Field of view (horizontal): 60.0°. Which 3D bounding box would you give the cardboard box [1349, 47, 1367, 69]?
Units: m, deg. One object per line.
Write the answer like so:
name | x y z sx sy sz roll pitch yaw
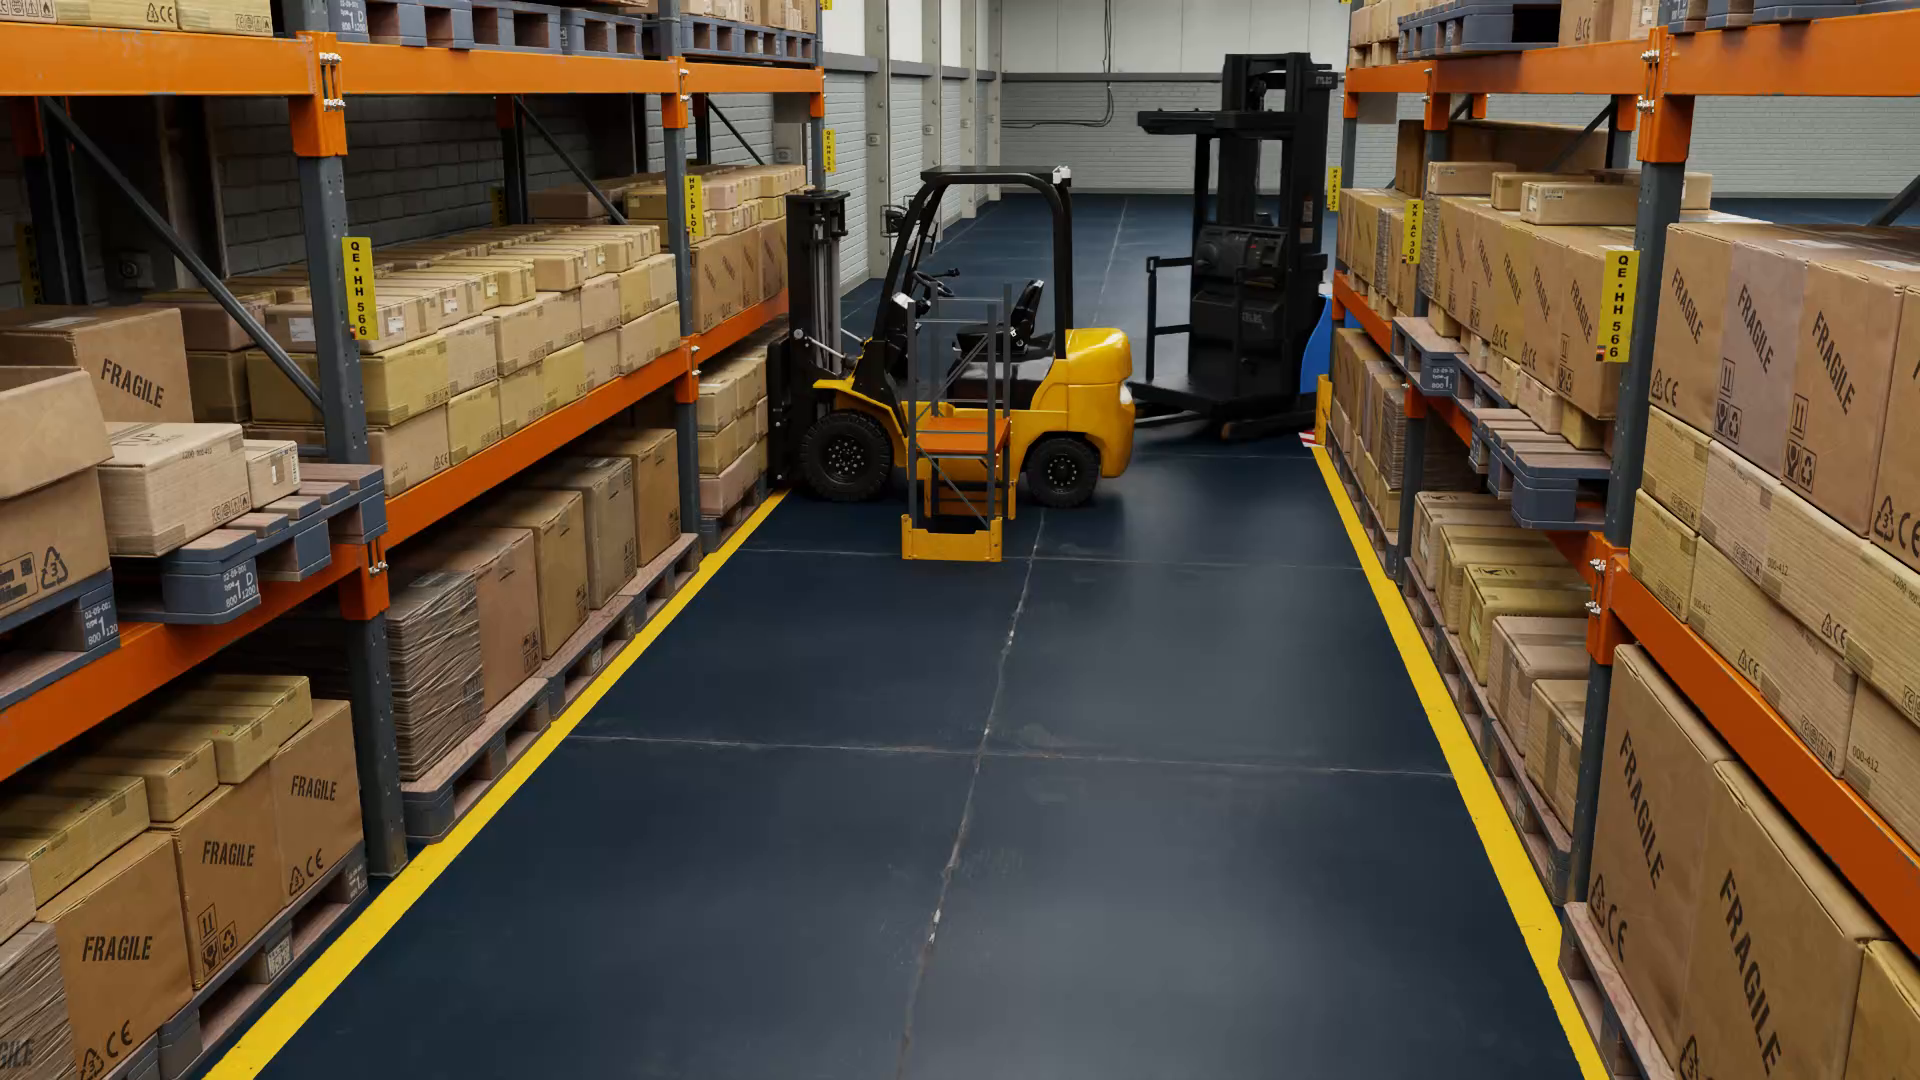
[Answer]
cardboard box | 3.015 -3.475 12.001 0.380 0.149 0.250 2 15 6

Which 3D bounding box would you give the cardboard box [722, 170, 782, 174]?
cardboard box | -1.490 -2.580 11.952 0.380 0.149 0.250 2 15 7

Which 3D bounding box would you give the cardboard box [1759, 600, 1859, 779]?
cardboard box | 2.062 0.312 3.550 0.500 0.250 0.500 2 15 8

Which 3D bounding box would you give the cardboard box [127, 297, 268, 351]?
cardboard box | -2.624 -0.747 5.743 0.380 0.149 0.250 2 15 8

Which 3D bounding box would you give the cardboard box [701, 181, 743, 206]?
cardboard box | -1.585 -2.180 10.474 0.380 0.149 0.250 1 15 5

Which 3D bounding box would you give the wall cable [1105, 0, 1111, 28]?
wall cable | 5.188 -14.477 42.735 3.097 2.526 0.112 2 15 6

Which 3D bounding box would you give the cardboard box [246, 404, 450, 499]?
cardboard box | -2.167 -0.331 5.925 0.500 0.250 0.500 2 15 6

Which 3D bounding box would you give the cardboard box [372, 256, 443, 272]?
cardboard box | -2.470 -1.146 7.218 0.380 0.149 0.250 2 15 8

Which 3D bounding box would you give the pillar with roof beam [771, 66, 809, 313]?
pillar with roof beam | 2.423 -6.541 17.113 9.100 9.000 0.400 2 15 6

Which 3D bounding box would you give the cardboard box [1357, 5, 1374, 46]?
cardboard box | 2.987 -3.491 11.297 0.500 0.250 0.500 1 15 5

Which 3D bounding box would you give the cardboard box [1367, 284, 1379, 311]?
cardboard box | 2.820 -1.555 10.648 0.380 0.149 0.250 2 15 7

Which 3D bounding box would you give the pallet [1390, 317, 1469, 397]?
pallet | 2.693 -0.901 8.114 1.003 0.211 1.213 2 15 6

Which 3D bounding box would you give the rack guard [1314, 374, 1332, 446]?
rack guard | 3.367 -0.998 12.896 1.175 0.500 0.348 2 15 6

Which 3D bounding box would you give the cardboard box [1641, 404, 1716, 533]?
cardboard box | 2.170 -0.195 4.465 0.500 0.250 0.500 2 15 6

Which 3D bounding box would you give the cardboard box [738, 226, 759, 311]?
cardboard box | -1.601 -1.755 10.715 0.500 0.500 0.500 2 15 6

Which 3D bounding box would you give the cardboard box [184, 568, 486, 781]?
cardboard box | -2.376 0.487 6.359 0.875 0.625 0.625 2 15 8

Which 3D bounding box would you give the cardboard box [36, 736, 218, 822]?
cardboard box | -2.338 0.670 4.679 0.380 0.149 0.250 1 15 4

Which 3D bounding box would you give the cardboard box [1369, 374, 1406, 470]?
cardboard box | 2.780 -0.718 10.097 0.500 0.500 0.500 2 15 7

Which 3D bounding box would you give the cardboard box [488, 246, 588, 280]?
cardboard box | -1.941 -1.266 7.665 0.380 0.149 0.250 2 15 7

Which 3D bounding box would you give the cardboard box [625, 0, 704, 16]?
cardboard box | -1.656 -3.018 9.314 0.380 0.149 0.250 2 15 7

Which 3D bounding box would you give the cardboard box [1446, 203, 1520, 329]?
cardboard box | 2.461 -1.211 7.328 0.500 0.500 0.500 2 15 6

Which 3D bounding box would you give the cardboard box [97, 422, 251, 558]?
cardboard box | -2.257 -0.142 4.424 0.500 0.250 0.500 1 15 4

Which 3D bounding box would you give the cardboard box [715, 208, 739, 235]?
cardboard box | -1.580 -1.966 10.253 0.380 0.149 0.250 2 15 7

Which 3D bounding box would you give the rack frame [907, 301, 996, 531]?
rack frame | -0.048 -0.614 9.561 0.500 1.500 0.032 2 15 6

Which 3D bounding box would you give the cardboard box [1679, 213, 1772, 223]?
cardboard box | 2.922 -1.057 6.759 0.500 0.500 0.500 1 15 4

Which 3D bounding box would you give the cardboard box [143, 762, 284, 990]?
cardboard box | -2.361 0.954 4.870 0.500 0.500 0.500 1 15 5

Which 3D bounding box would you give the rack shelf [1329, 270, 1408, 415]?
rack shelf | 3.150 -1.359 10.818 1.077 0.370 4.000 2 15 6

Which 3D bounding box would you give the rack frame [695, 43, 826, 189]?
rack frame | -1.557 -2.370 13.180 1.000 3.000 0.127 2 15 6

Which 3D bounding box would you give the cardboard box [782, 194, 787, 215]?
cardboard box | -1.430 -2.366 11.731 0.380 0.149 0.250 1 15 4

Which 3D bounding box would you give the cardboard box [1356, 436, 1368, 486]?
cardboard box | 2.836 -0.494 10.706 0.500 0.250 0.500 2 15 7

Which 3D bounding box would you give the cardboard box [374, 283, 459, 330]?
cardboard box | -2.099 -0.867 6.188 0.380 0.149 0.250 2 15 8

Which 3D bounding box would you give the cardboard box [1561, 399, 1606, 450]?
cardboard box | 2.234 -0.395 5.553 0.380 0.149 0.250 2 15 7

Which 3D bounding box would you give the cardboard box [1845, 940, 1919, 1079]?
cardboard box | 2.106 1.313 2.826 0.875 0.875 0.875 2 15 8

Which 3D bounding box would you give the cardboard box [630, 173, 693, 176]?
cardboard box | -2.061 -2.460 11.510 0.380 0.149 0.250 1 15 5

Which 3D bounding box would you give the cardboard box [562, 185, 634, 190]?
cardboard box | -2.187 -2.062 10.037 0.380 0.149 0.250 2 15 6

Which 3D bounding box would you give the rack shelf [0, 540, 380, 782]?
rack shelf | -2.686 0.571 3.682 1.077 0.370 4.000 2 15 6

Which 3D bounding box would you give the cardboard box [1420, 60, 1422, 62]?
cardboard box | 2.777 -2.735 9.264 0.380 0.149 0.250 2 15 7

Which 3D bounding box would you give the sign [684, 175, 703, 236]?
sign | -1.468 -1.840 9.153 0.100 0.325 0.005 2 15 6

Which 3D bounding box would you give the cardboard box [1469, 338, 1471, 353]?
cardboard box | 2.454 -0.865 7.291 0.380 0.149 0.250 2 15 7

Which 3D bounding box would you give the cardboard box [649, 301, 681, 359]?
cardboard box | -1.805 -1.122 8.851 0.500 0.250 0.500 2 15 8

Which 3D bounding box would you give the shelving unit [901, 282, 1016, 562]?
shelving unit | 0.009 -0.744 10.039 0.587 1.500 1.083 2 15 6

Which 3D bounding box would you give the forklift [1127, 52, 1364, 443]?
forklift | 2.060 -2.325 13.145 3.031 2.935 1.130 -11 18 -34

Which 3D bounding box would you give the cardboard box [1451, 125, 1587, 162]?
cardboard box | 3.352 -2.231 9.988 0.700 0.500 0.500 1 15 5

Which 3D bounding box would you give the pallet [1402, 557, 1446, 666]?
pallet | 2.837 0.361 8.423 1.003 0.211 1.213 2 15 6

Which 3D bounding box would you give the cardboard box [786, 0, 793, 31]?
cardboard box | -1.378 -3.714 11.667 0.396 0.266 0.258 2 15 6

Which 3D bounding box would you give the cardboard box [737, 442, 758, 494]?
cardboard box | -1.583 -0.456 10.564 0.500 0.250 0.500 1 15 5

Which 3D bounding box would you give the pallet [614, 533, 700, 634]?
pallet | -2.053 0.206 8.996 1.003 0.211 1.213 2 15 6

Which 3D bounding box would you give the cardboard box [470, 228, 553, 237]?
cardboard box | -2.344 -1.541 8.680 0.380 0.149 0.250 1 15 4

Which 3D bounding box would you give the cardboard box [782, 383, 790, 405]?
cardboard box | -1.466 -0.957 11.461 0.500 0.250 0.500 2 15 6

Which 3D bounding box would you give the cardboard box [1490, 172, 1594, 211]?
cardboard box | 2.499 -1.499 7.149 0.380 0.149 0.250 3 15 9

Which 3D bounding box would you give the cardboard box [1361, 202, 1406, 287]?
cardboard box | 2.885 -1.903 10.692 0.500 0.500 0.500 1 15 5

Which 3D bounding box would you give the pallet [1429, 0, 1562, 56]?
pallet | 2.634 -2.119 6.864 1.213 0.211 1.003 2 15 6

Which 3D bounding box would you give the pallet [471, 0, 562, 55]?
pallet | -2.349 -2.121 6.873 1.003 0.211 1.213 2 15 9

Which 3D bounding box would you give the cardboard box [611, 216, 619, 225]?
cardboard box | -2.234 -1.851 9.826 0.380 0.149 0.250 1 15 5

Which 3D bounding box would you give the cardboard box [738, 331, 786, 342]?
cardboard box | -1.398 -1.336 11.902 0.500 0.250 0.500 2 15 7

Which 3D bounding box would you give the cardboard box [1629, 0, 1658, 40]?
cardboard box | 2.319 -1.629 5.175 0.380 0.149 0.250 2 15 6

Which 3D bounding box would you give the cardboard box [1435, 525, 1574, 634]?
cardboard box | 2.789 0.201 7.901 0.950 0.372 0.625 3 15 10

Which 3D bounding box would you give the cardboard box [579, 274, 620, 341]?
cardboard box | -1.924 -1.100 7.815 0.500 0.250 0.500 2 15 7
